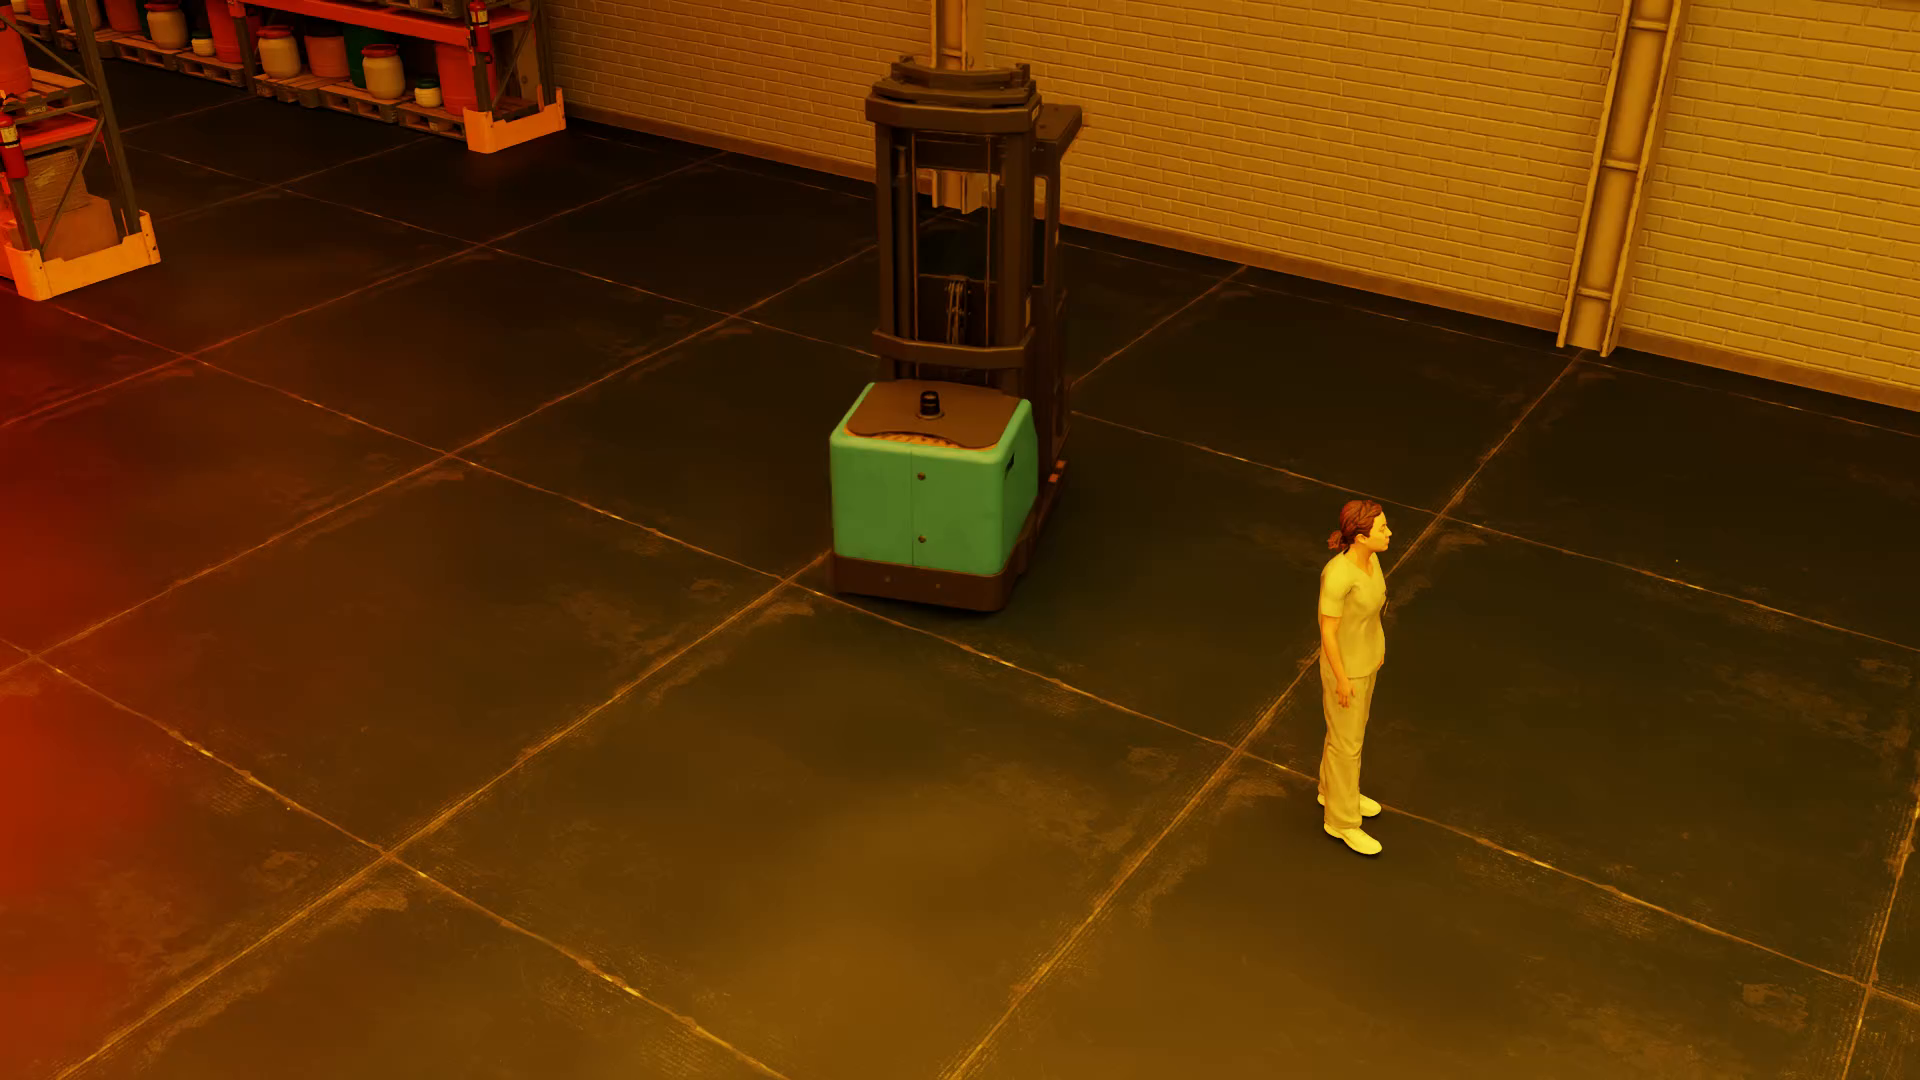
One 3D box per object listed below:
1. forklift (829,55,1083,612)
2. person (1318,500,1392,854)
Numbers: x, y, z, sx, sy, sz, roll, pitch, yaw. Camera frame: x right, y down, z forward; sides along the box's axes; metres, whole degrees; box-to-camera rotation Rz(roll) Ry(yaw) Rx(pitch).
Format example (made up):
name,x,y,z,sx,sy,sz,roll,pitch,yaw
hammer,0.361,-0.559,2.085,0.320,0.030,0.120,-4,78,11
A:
name,x,y,z,sx,sy,sz,roll,pitch,yaw
forklift,0.107,-1.579,10.301,1.130,2.935,3.031,7,31,13
person,1.894,0.603,7.778,0.548,1.673,0.549,18,35,28
